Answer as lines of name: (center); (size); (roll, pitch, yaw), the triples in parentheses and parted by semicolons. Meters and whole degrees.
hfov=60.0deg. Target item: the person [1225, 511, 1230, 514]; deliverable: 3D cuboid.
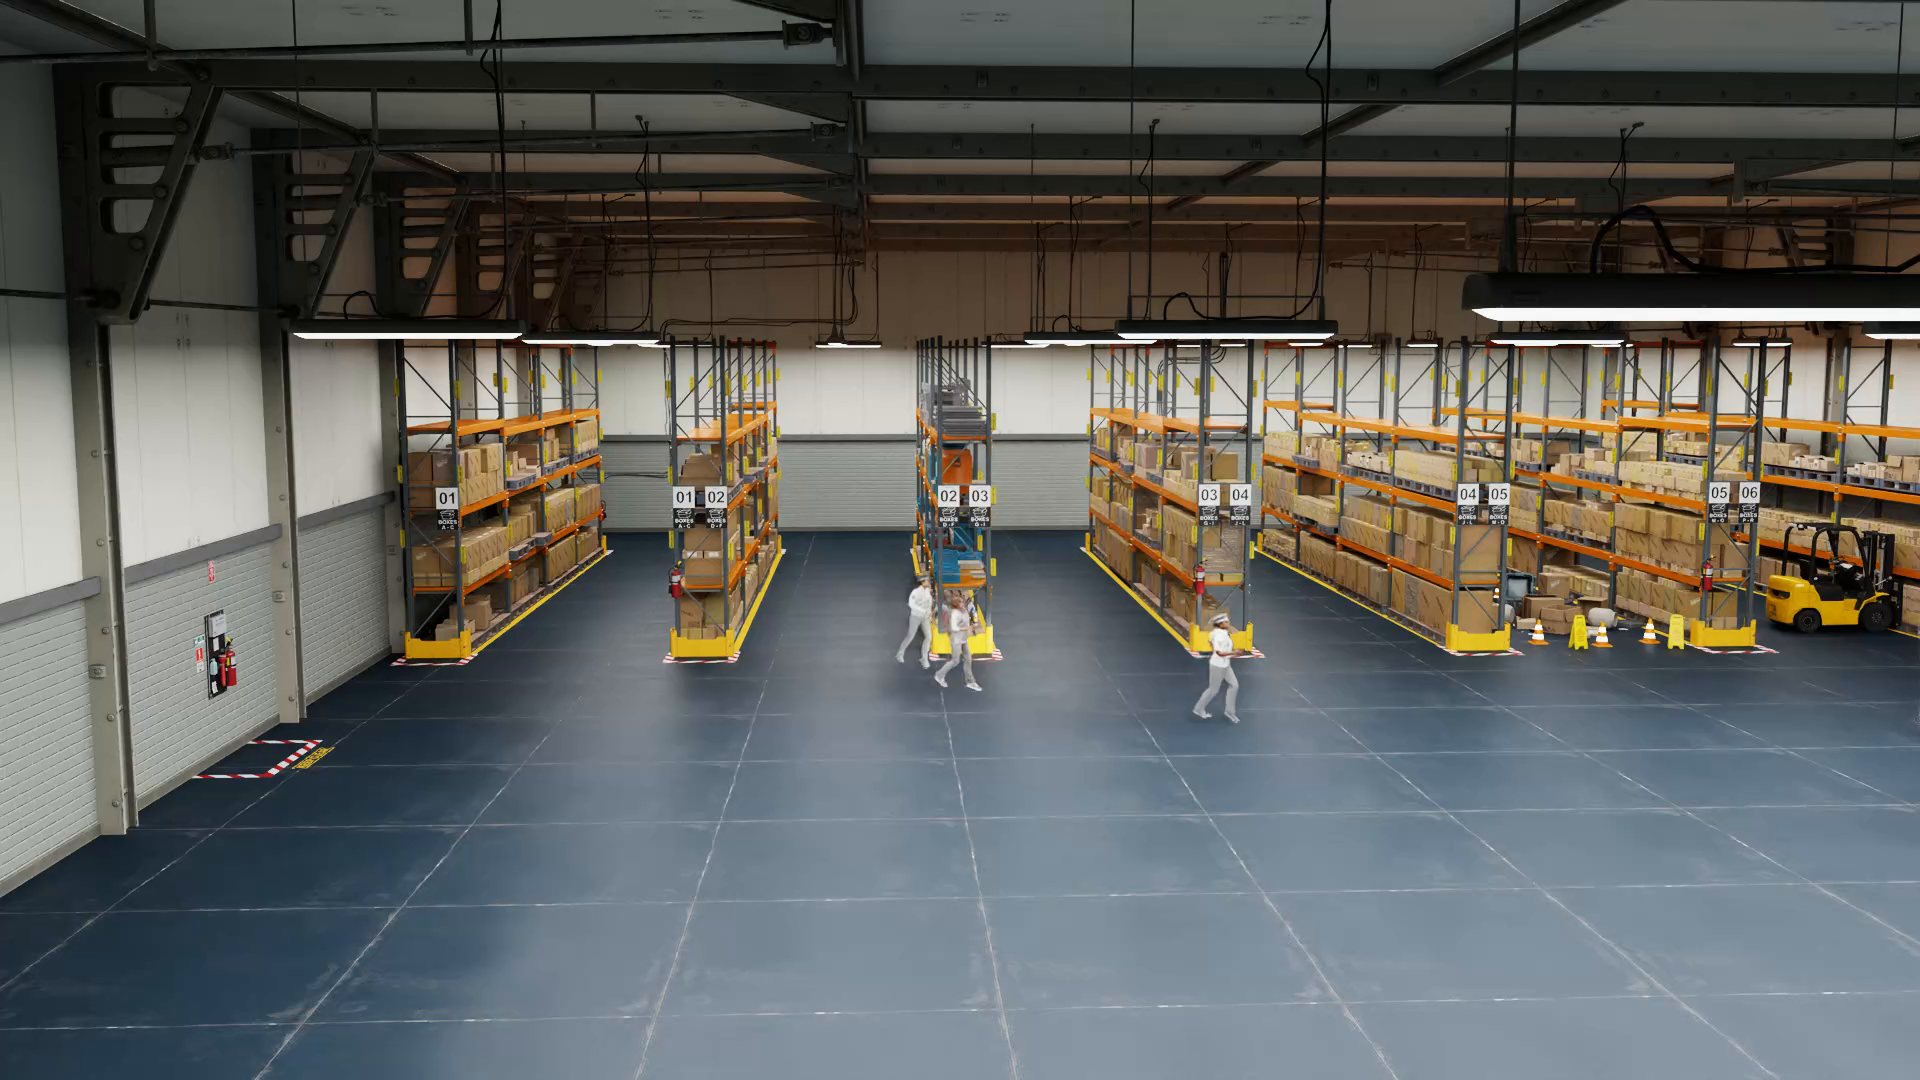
person: (7.439, -0.305, 45.976); (0.570, 1.706, 0.820); (1, 7, 5)

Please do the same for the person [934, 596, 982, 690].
person: (-0.030, 1.737, 27.976); (0.833, 1.581, 0.539); (2, 7, 19)

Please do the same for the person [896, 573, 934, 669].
person: (-0.729, 1.459, 30.392); (0.750, 1.711, 0.720); (6, 9, 44)

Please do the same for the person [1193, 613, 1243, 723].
person: (3.991, 1.982, 25.659); (0.774, 1.759, 0.534); (2, 7, 21)
